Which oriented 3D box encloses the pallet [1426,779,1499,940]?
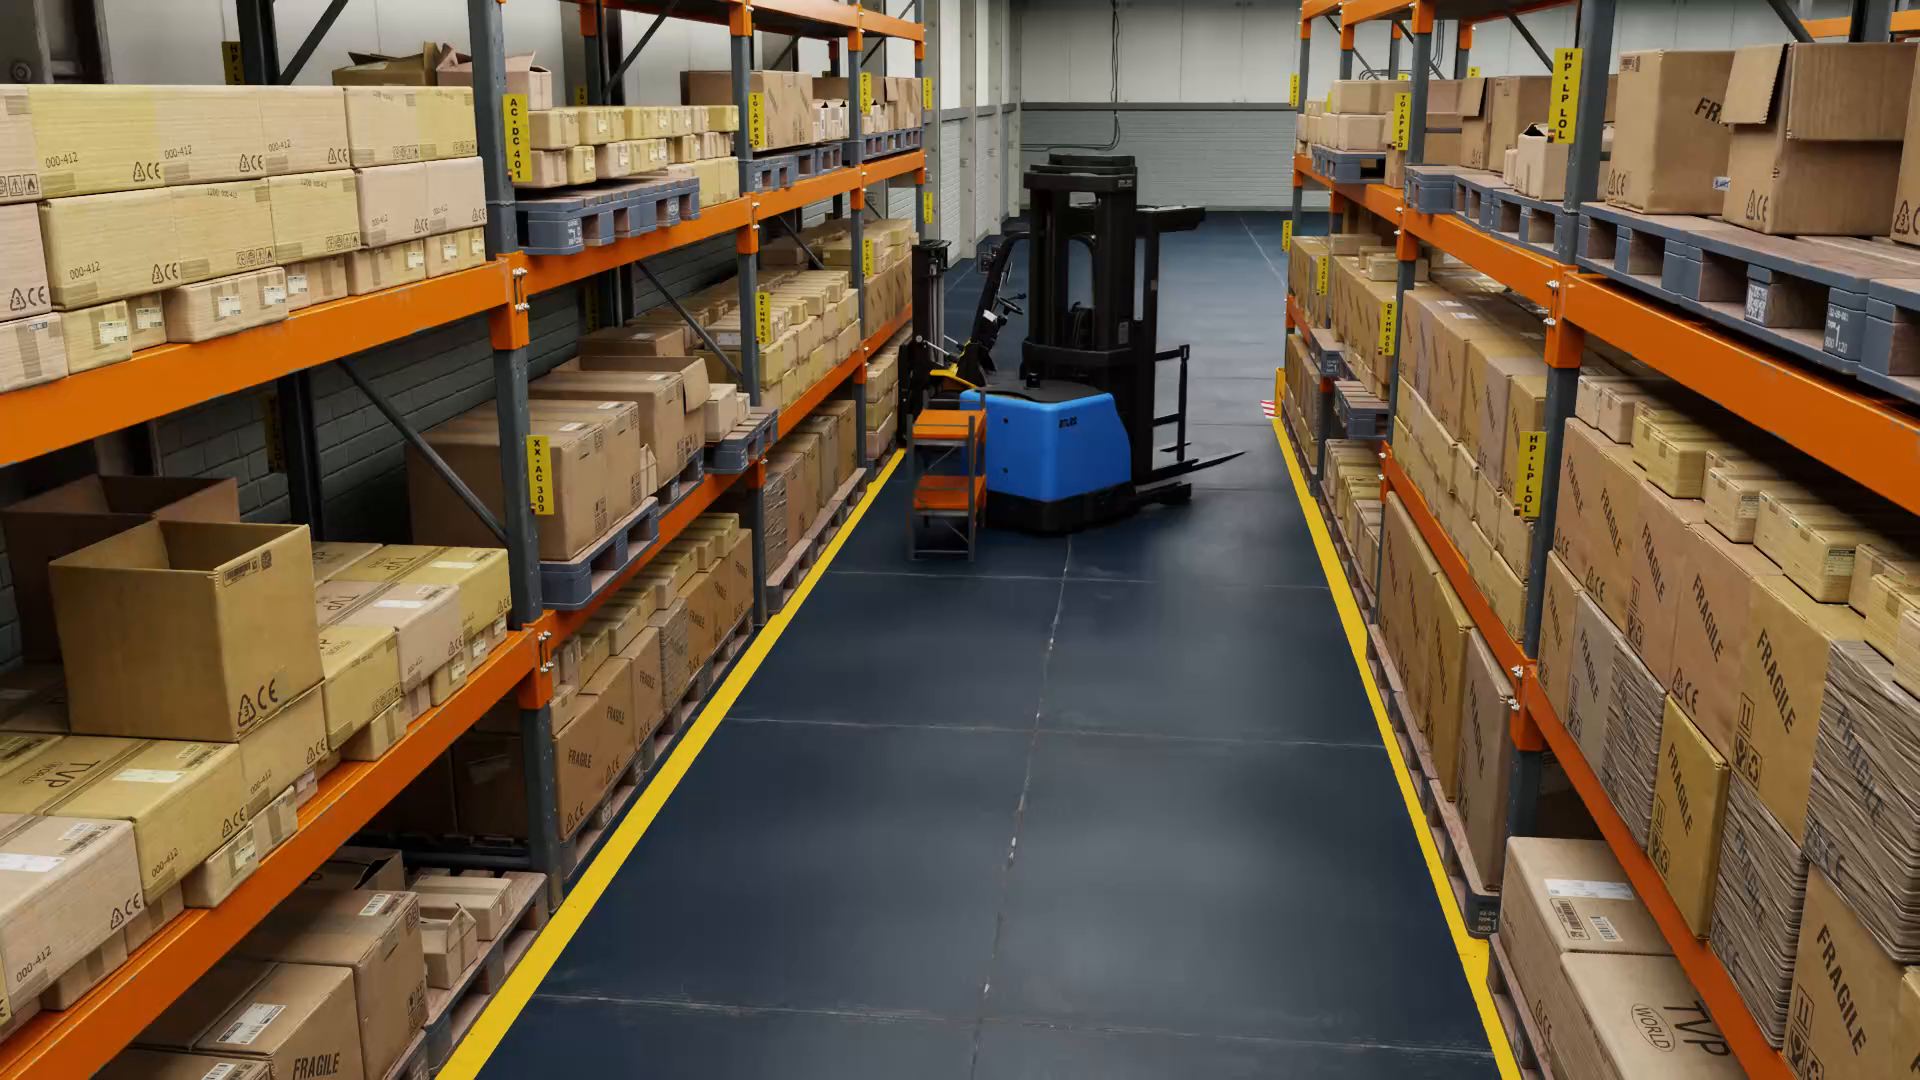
[{"bbox_3d":[2.703,1.431,7.467,1.003,0.211,1.213,2,15,6],"label":"pallet"}]

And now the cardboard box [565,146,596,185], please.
[{"bbox_3d":[-1.749,-1.568,6.953,0.380,0.149,0.250,2,15,7],"label":"cardboard box"}]

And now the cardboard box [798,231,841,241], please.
[{"bbox_3d":[-1.367,-2.926,16.232,0.380,0.149,0.250,2,15,8],"label":"cardboard box"}]

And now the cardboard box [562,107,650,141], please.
[{"bbox_3d":[-1.695,-1.980,7.908,0.380,0.149,0.250,2,15,7],"label":"cardboard box"}]

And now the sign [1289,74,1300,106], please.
[{"bbox_3d":[3.505,-4.711,17.418,0.100,0.325,0.005,2,15,6],"label":"sign"}]

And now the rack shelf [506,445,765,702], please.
[{"bbox_3d":[-2.016,-0.030,8.904,1.077,0.370,4.000,2,15,6],"label":"rack shelf"}]

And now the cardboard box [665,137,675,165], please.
[{"bbox_3d":[-1.757,-2.102,8.966,0.380,0.149,0.250,2,15,7],"label":"cardboard box"}]

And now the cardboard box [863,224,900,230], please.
[{"bbox_3d":[-0.820,-3.181,17.174,0.380,0.149,0.250,2,15,7],"label":"cardboard box"}]

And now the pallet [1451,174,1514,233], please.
[{"bbox_3d":[2.999,-1.649,8.128,1.003,0.211,1.213,2,15,9],"label":"pallet"}]

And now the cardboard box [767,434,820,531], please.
[{"bbox_3d":[-1.565,-0.458,12.854,0.875,0.625,0.625,1,15,4],"label":"cardboard box"}]

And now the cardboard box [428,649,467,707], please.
[{"bbox_3d":[-2.040,0.489,6.087,0.380,0.149,0.250,2,15,8],"label":"cardboard box"}]

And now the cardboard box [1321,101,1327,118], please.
[{"bbox_3d":[3.382,-3.794,14.654,0.380,0.149,0.250,2,15,8],"label":"cardboard box"}]

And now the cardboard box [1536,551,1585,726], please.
[{"bbox_3d":[2.377,0.353,5.920,0.500,0.500,0.500,2,15,8],"label":"cardboard box"}]

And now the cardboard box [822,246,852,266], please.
[{"bbox_3d":[-1.008,-2.512,14.702,0.380,0.149,0.250,2,15,7],"label":"cardboard box"}]

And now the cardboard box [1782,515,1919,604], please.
[{"bbox_3d":[2.170,0.049,3.886,0.380,0.149,0.250,2,15,8],"label":"cardboard box"}]

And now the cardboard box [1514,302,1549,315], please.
[{"bbox_3d":[3.294,-1.006,9.030,0.500,0.500,0.500,2,15,7],"label":"cardboard box"}]

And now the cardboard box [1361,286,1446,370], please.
[{"bbox_3d":[2.964,-1.406,11.048,0.500,0.500,0.500,1,15,5],"label":"cardboard box"}]

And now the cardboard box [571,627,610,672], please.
[{"bbox_3d":[-1.948,0.535,8.180,0.380,0.149,0.250,1,15,5],"label":"cardboard box"}]

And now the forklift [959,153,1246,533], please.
[{"bbox_3d":[1.355,-1.786,14.153,1.130,2.935,3.031,14,20,41],"label":"forklift"}]

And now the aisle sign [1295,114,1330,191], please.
[{"bbox_3d":[3.744,-4.106,17.619,0.394,0.787,0.004,2,15,6],"label":"aisle sign"}]

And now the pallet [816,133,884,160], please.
[{"bbox_3d":[-1.269,-3.560,15.006,1.003,0.211,1.213,2,15,6],"label":"pallet"}]

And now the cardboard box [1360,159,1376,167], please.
[{"bbox_3d":[3.325,-3.206,14.006,0.380,0.149,0.250,2,15,7],"label":"cardboard box"}]

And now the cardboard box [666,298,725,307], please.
[{"bbox_3d":[-1.936,-1.682,12.203,0.380,0.149,0.250,1,15,5],"label":"cardboard box"}]

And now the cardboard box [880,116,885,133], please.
[{"bbox_3d":[-0.900,-3.818,15.273,0.380,0.149,0.250,2,15,8],"label":"cardboard box"}]

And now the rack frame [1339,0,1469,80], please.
[{"bbox_3d":[3.593,-4.684,13.245,1.000,3.000,0.127,2,15,6],"label":"rack frame"}]

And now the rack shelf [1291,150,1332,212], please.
[{"bbox_3d":[3.819,-3.407,15.649,1.077,0.370,4.000,2,15,6],"label":"rack shelf"}]

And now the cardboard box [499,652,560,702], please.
[{"bbox_3d":[-1.997,0.602,7.362,0.380,0.149,0.250,1,15,5],"label":"cardboard box"}]

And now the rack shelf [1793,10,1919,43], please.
[{"bbox_3d":[8.749,-4.543,14.867,1.077,0.370,4.000,2,15,6],"label":"rack shelf"}]

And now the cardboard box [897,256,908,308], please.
[{"bbox_3d":[-0.808,-2.616,16.900,0.500,0.500,0.500,1,15,5],"label":"cardboard box"}]

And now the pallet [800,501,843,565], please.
[{"bbox_3d":[-1.519,-0.078,13.045,1.003,0.211,1.213,2,15,6],"label":"pallet"}]

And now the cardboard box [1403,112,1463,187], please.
[{"bbox_3d":[3.259,-2.492,10.695,0.700,0.500,0.500,2,15,6],"label":"cardboard box"}]

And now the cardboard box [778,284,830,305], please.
[{"bbox_3d":[-1.238,-1.932,13.126,0.380,0.149,0.250,1,15,5],"label":"cardboard box"}]

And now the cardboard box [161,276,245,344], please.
[{"bbox_3d":[-2.157,-0.618,4.437,0.380,0.149,0.250,2,15,6],"label":"cardboard box"}]

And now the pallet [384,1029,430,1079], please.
[{"bbox_3d":[-2.456,1.983,5.424,1.003,0.211,1.213,2,15,6],"label":"pallet"}]

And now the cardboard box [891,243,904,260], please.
[{"bbox_3d":[-0.769,-2.901,16.708,0.380,0.149,0.250,2,15,7],"label":"cardboard box"}]

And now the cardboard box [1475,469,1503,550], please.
[{"bbox_3d":[2.548,-0.133,7.239,0.500,0.250,0.500,2,15,8],"label":"cardboard box"}]

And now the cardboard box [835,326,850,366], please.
[{"bbox_3d":[-1.187,-1.592,13.590,0.500,0.250,0.500,2,15,6],"label":"cardboard box"}]

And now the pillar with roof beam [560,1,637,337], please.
[{"bbox_3d":[1.738,-4.030,10.825,9.100,9.000,0.400,2,15,6],"label":"pillar with roof beam"}]

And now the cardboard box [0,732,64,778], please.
[{"bbox_3d":[-2.785,0.719,4.475,0.500,0.250,0.500,2,15,8],"label":"cardboard box"}]

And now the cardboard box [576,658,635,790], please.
[{"bbox_3d":[-1.913,0.888,8.115,0.500,0.500,0.500,1,15,6],"label":"cardboard box"}]

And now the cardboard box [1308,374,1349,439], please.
[{"bbox_3d":[3.393,-1.187,14.831,0.500,0.500,0.500,1,15,5],"label":"cardboard box"}]

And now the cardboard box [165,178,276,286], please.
[{"bbox_3d":[-2.229,-0.847,4.518,0.500,0.250,0.500,1,15,5],"label":"cardboard box"}]

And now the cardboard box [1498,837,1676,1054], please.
[{"bbox_3d":[2.513,1.481,6.044,0.875,0.438,0.875,1,15,5],"label":"cardboard box"}]

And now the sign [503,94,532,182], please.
[{"bbox_3d":[-1.702,-1.542,6.381,0.100,0.325,0.005,2,15,6],"label":"sign"}]

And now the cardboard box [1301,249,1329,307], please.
[{"bbox_3d":[3.555,-2.504,15.914,0.500,0.500,0.500,1,15,5],"label":"cardboard box"}]

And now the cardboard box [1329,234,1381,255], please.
[{"bbox_3d":[3.189,-2.384,13.424,0.380,0.149,0.250,2,15,6],"label":"cardboard box"}]

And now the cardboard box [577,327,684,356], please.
[{"bbox_3d":[-2.004,-1.018,10.184,0.500,0.500,0.500,2,15,9],"label":"cardboard box"}]

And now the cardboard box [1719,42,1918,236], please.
[{"bbox_3d":[2.570,-1.111,4.585,0.797,0.503,0.637,3,15,11],"label":"cardboard box"}]

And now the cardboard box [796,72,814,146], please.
[{"bbox_3d":[-1.352,-3.088,11.901,0.500,0.500,0.500,2,15,8],"label":"cardboard box"}]

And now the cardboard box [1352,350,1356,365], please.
[{"bbox_3d":[3.041,-1.328,12.004,0.380,0.149,0.250,1,15,4],"label":"cardboard box"}]

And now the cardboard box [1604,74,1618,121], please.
[{"bbox_3d":[3.231,-1.984,8.010,0.500,0.500,0.500,2,15,7],"label":"cardboard box"}]

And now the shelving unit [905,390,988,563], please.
[{"bbox_3d":[-0.093,-0.512,12.902,0.538,1.125,1.048,1,15,5],"label":"shelving unit"}]
